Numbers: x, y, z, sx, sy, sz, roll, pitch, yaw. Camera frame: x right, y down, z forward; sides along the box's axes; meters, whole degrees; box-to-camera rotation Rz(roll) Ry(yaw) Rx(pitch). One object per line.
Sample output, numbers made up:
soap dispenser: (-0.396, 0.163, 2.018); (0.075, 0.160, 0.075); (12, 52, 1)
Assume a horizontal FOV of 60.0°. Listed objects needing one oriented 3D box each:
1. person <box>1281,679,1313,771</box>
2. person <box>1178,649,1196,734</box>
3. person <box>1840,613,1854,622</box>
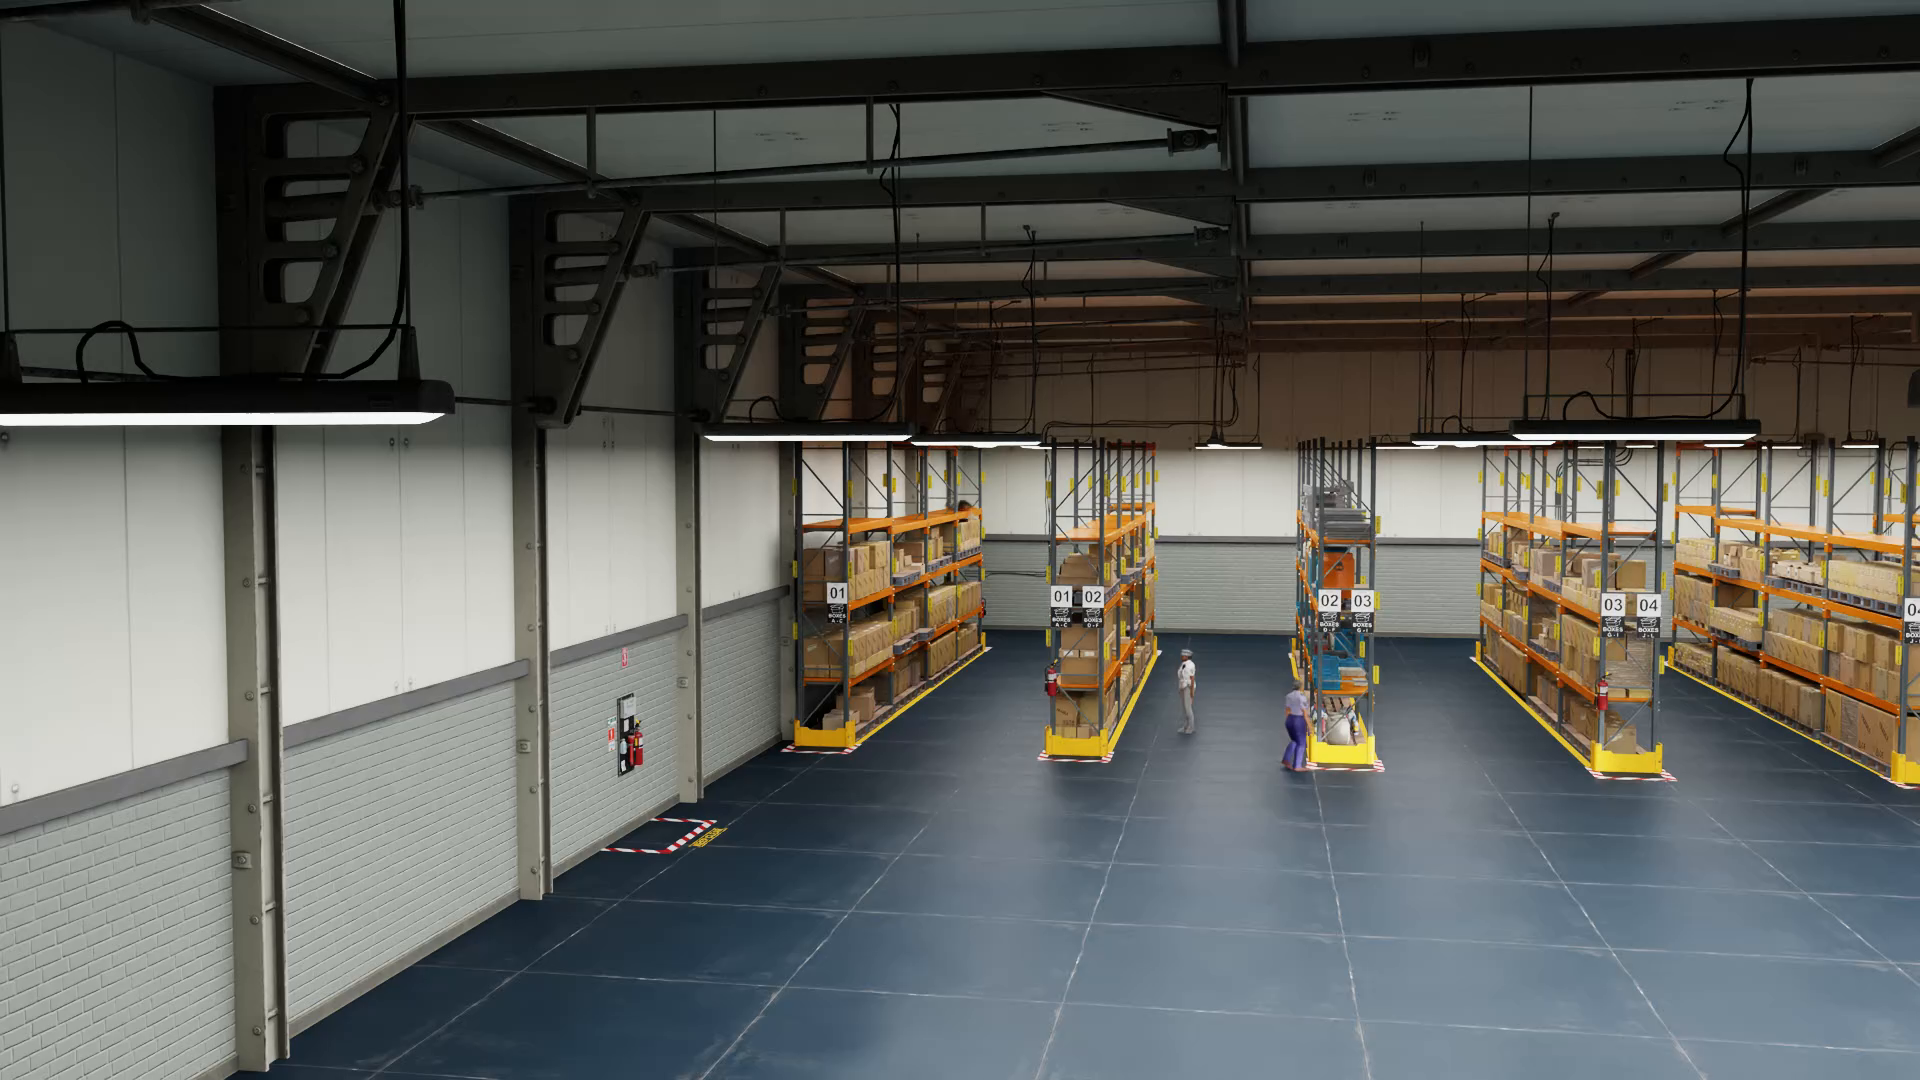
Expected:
person: (6.082, 3.333, 29.881); (0.383, 1.657, 0.614); (-1, 3, -26)
person: (4.646, 3.105, 34.089); (0.369, 1.729, 0.549); (-1, 3, -11)
person: (24.428, 2.470, 45.684); (0.586, 1.634, 0.490); (1, 3, 13)
